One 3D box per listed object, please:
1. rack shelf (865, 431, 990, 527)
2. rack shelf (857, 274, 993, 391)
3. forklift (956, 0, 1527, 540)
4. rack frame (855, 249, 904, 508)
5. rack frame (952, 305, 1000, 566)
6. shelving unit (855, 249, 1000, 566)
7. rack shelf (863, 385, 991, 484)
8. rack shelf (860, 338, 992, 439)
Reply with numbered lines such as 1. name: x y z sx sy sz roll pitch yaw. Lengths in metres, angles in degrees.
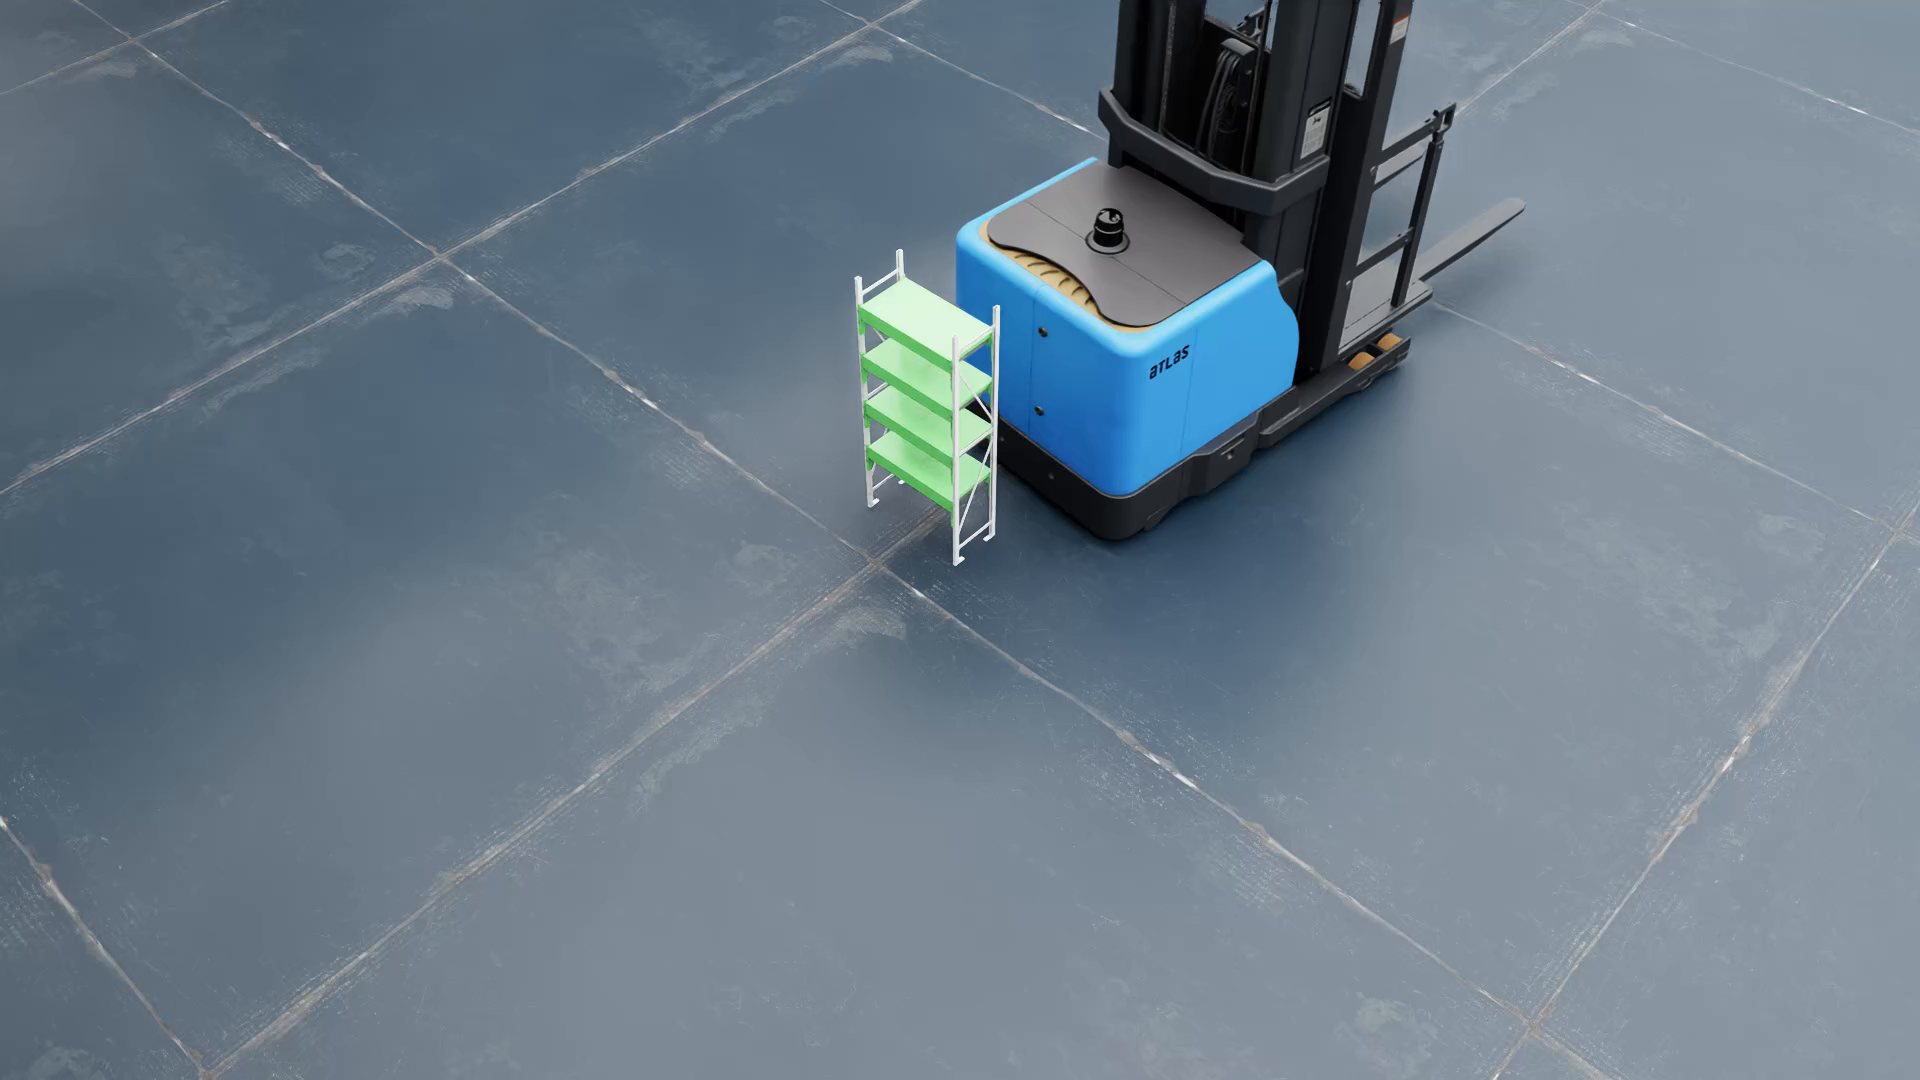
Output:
1. rack shelf: -0.122 -0.285 6.720 0.480 0.148 0.258 34 55 28
2. rack shelf: -0.122 -0.777 6.195 0.480 0.148 0.258 34 55 28
3. forklift: 1.406 -1.941 6.670 3.031 2.935 1.130 -33 55 -27
4. rack frame: -0.301 -0.613 6.611 0.015 1.200 0.240 34 55 28
5. rack frame: 0.058 -0.372 6.385 0.015 1.200 0.240 34 55 28
6. shelving unit: -0.122 -0.493 6.498 0.503 1.200 0.258 34 55 28
7. rack shelf: -0.122 -0.449 6.545 0.480 0.148 0.258 34 55 28
8. rack shelf: -0.122 -0.613 6.370 0.480 0.148 0.258 34 55 28
